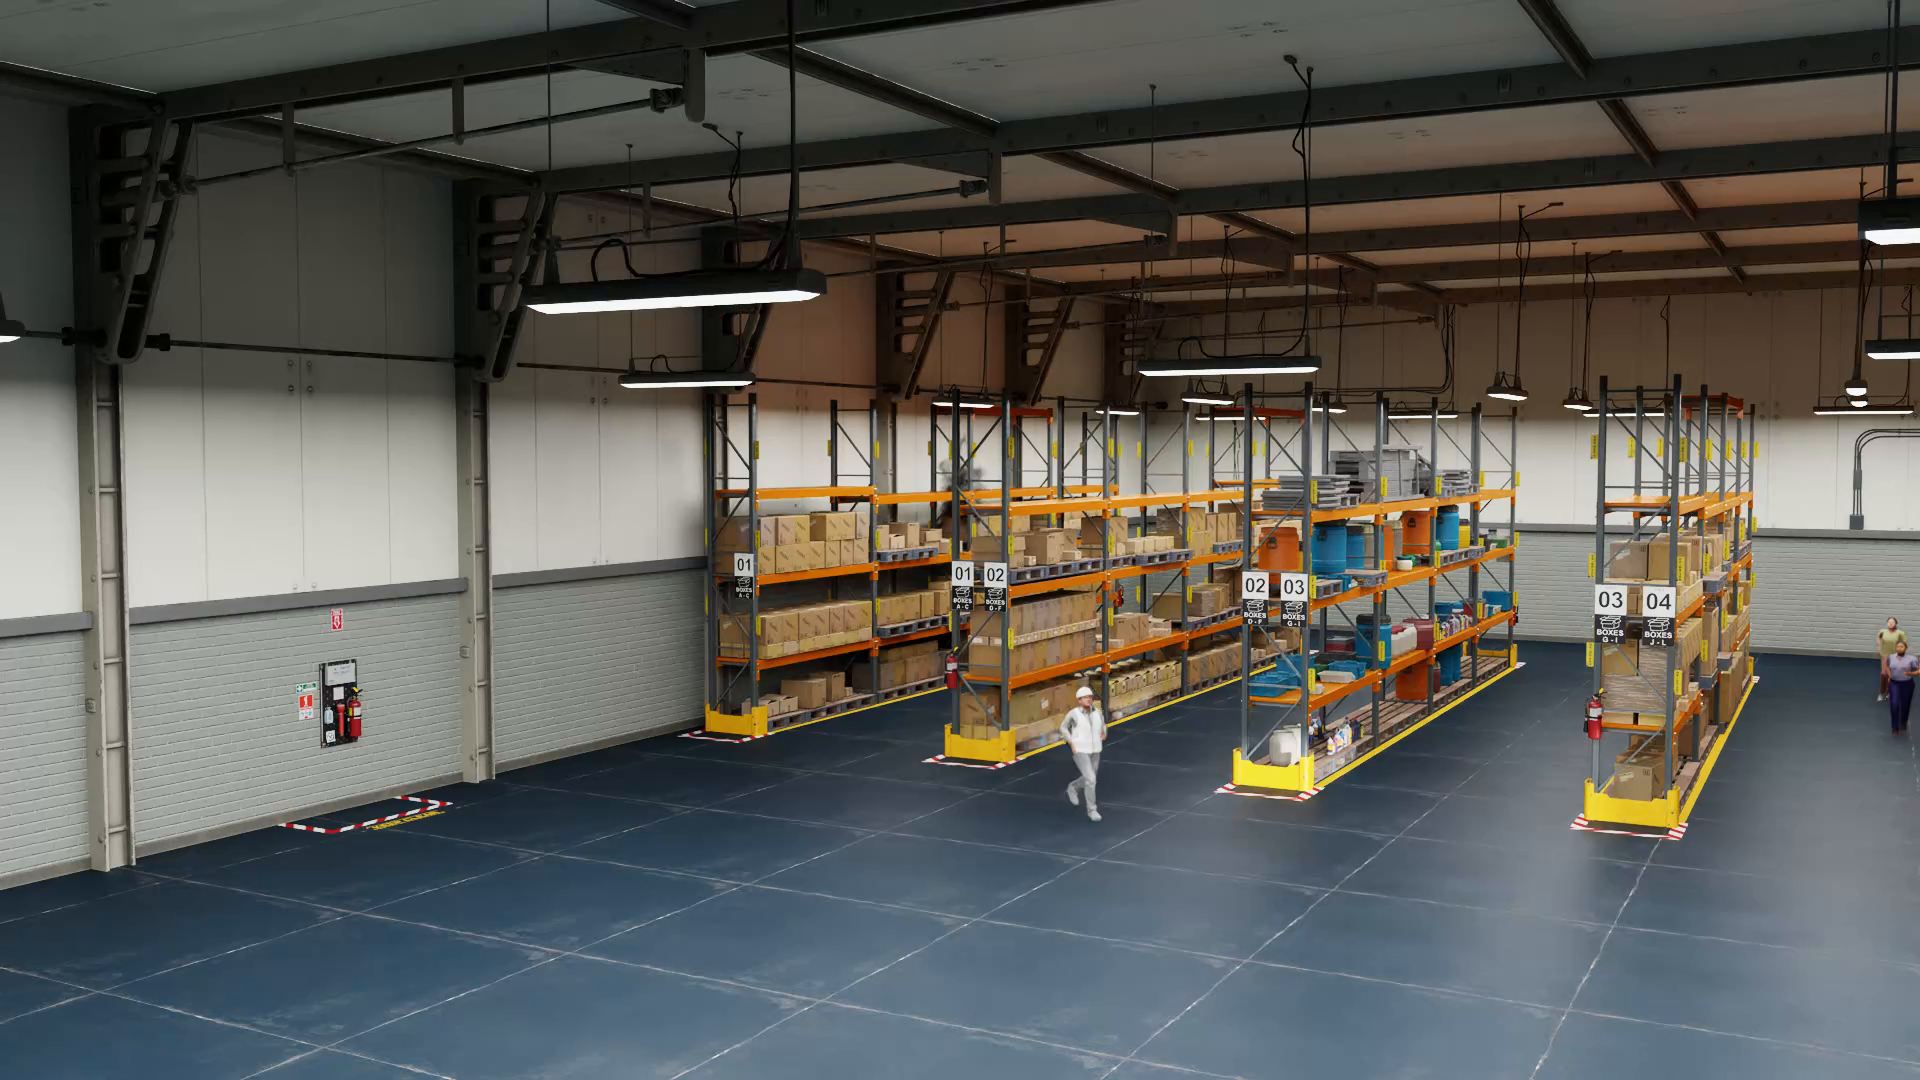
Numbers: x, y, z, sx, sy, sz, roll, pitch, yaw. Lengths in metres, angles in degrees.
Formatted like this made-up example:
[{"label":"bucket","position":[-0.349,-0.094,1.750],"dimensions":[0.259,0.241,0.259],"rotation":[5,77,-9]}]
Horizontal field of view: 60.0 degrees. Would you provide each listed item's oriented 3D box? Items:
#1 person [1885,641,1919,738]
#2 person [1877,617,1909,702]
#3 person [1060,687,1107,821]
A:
[{"label":"person","position":[16.561,2.618,29.203],"dimensions":[0.588,1.656,0.869],"rotation":[2,4,33]},{"label":"person","position":[18.609,2.385,33.194],"dimensions":[0.576,1.718,0.693],"rotation":[2,4,33]},{"label":"person","position":[1.723,2.893,22.780],"dimensions":[0.652,1.780,0.862],"rotation":[-2,4,-28]}]
